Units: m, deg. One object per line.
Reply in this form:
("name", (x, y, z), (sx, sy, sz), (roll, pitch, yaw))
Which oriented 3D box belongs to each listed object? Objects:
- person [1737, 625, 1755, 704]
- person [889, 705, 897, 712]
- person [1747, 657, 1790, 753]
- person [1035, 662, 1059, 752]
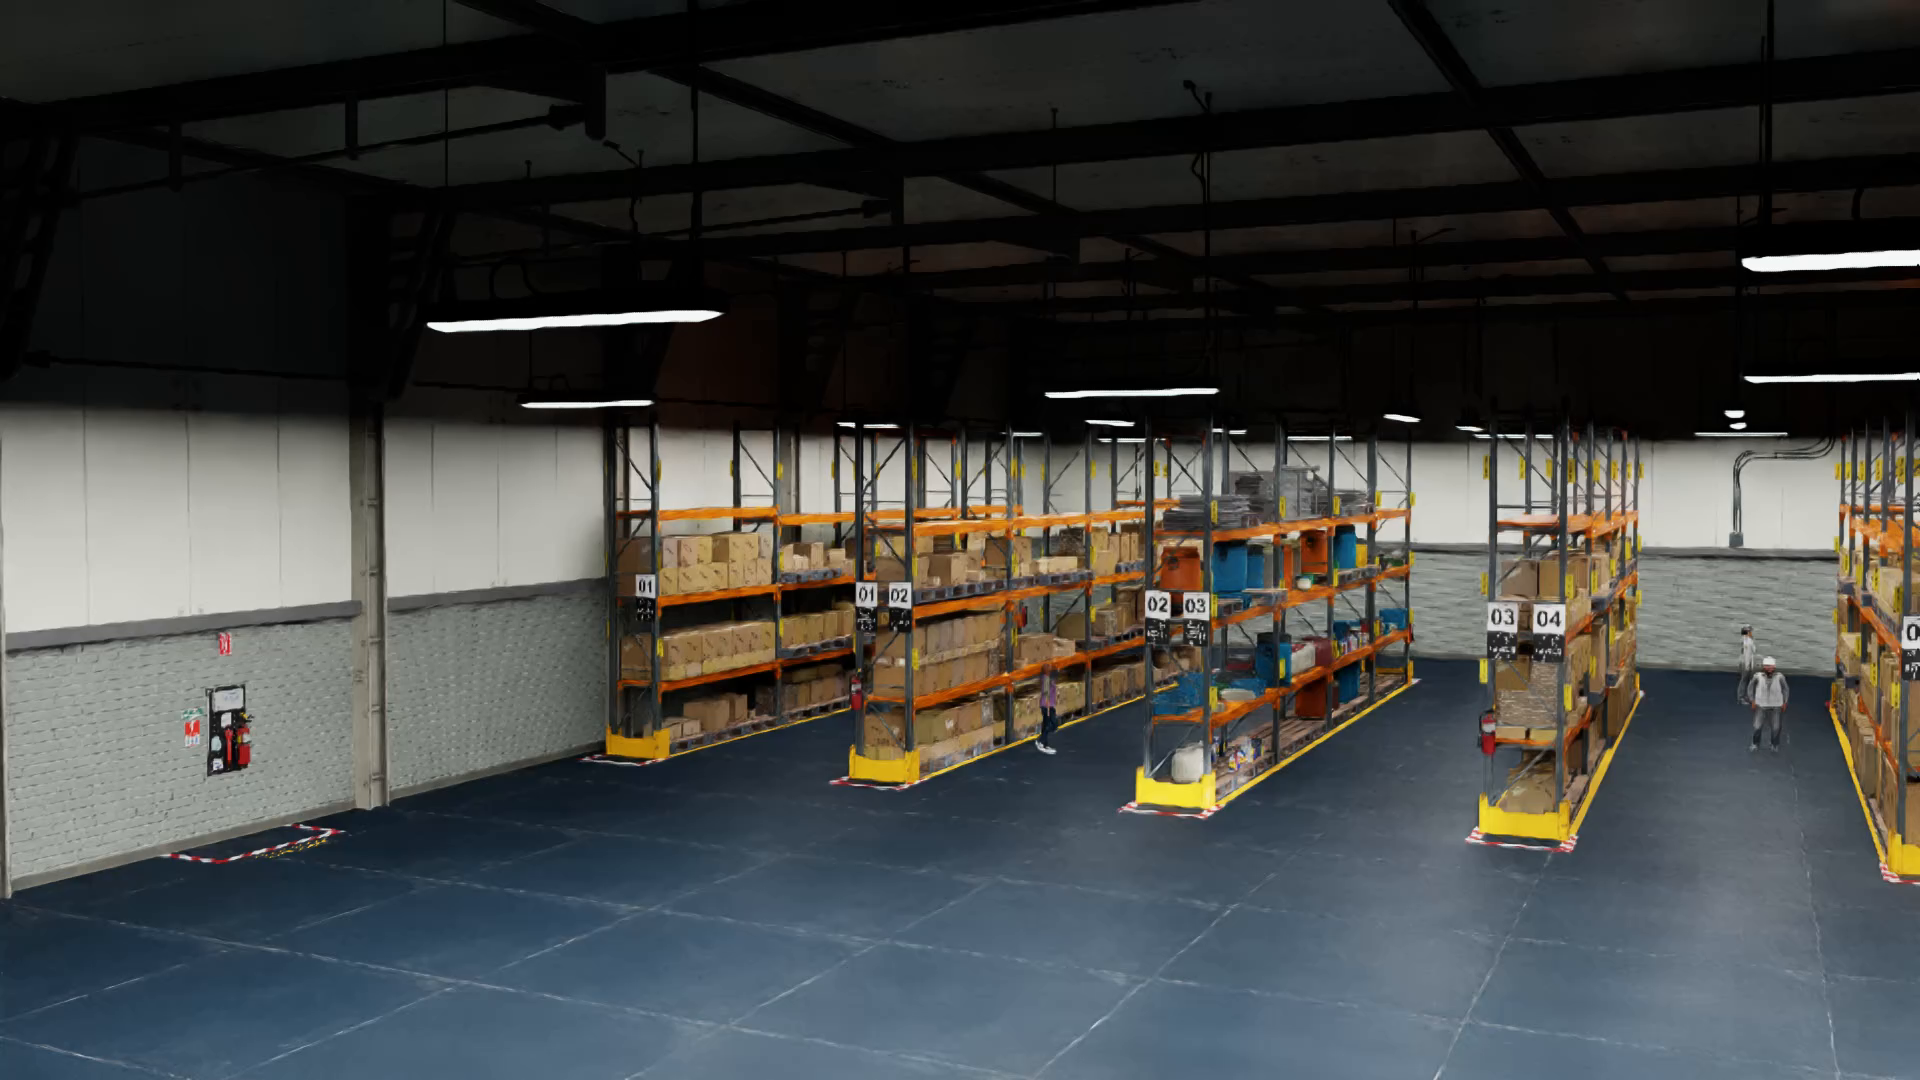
("person", (16.860, 2.650, 35.598), (0.383, 1.687, 0.555), (1, 3, 24))
("person", (-1.400, 2.737, 33.176), (0.536, 1.707, 1.037), (1, 3, 17))
("person", (14.289, 2.909, 29.402), (0.677, 1.726, 0.574), (1, 3, 24))
("person", (1.522, 2.966, 29.419), (0.407, 1.594, 0.459), (0, 2, -6))
